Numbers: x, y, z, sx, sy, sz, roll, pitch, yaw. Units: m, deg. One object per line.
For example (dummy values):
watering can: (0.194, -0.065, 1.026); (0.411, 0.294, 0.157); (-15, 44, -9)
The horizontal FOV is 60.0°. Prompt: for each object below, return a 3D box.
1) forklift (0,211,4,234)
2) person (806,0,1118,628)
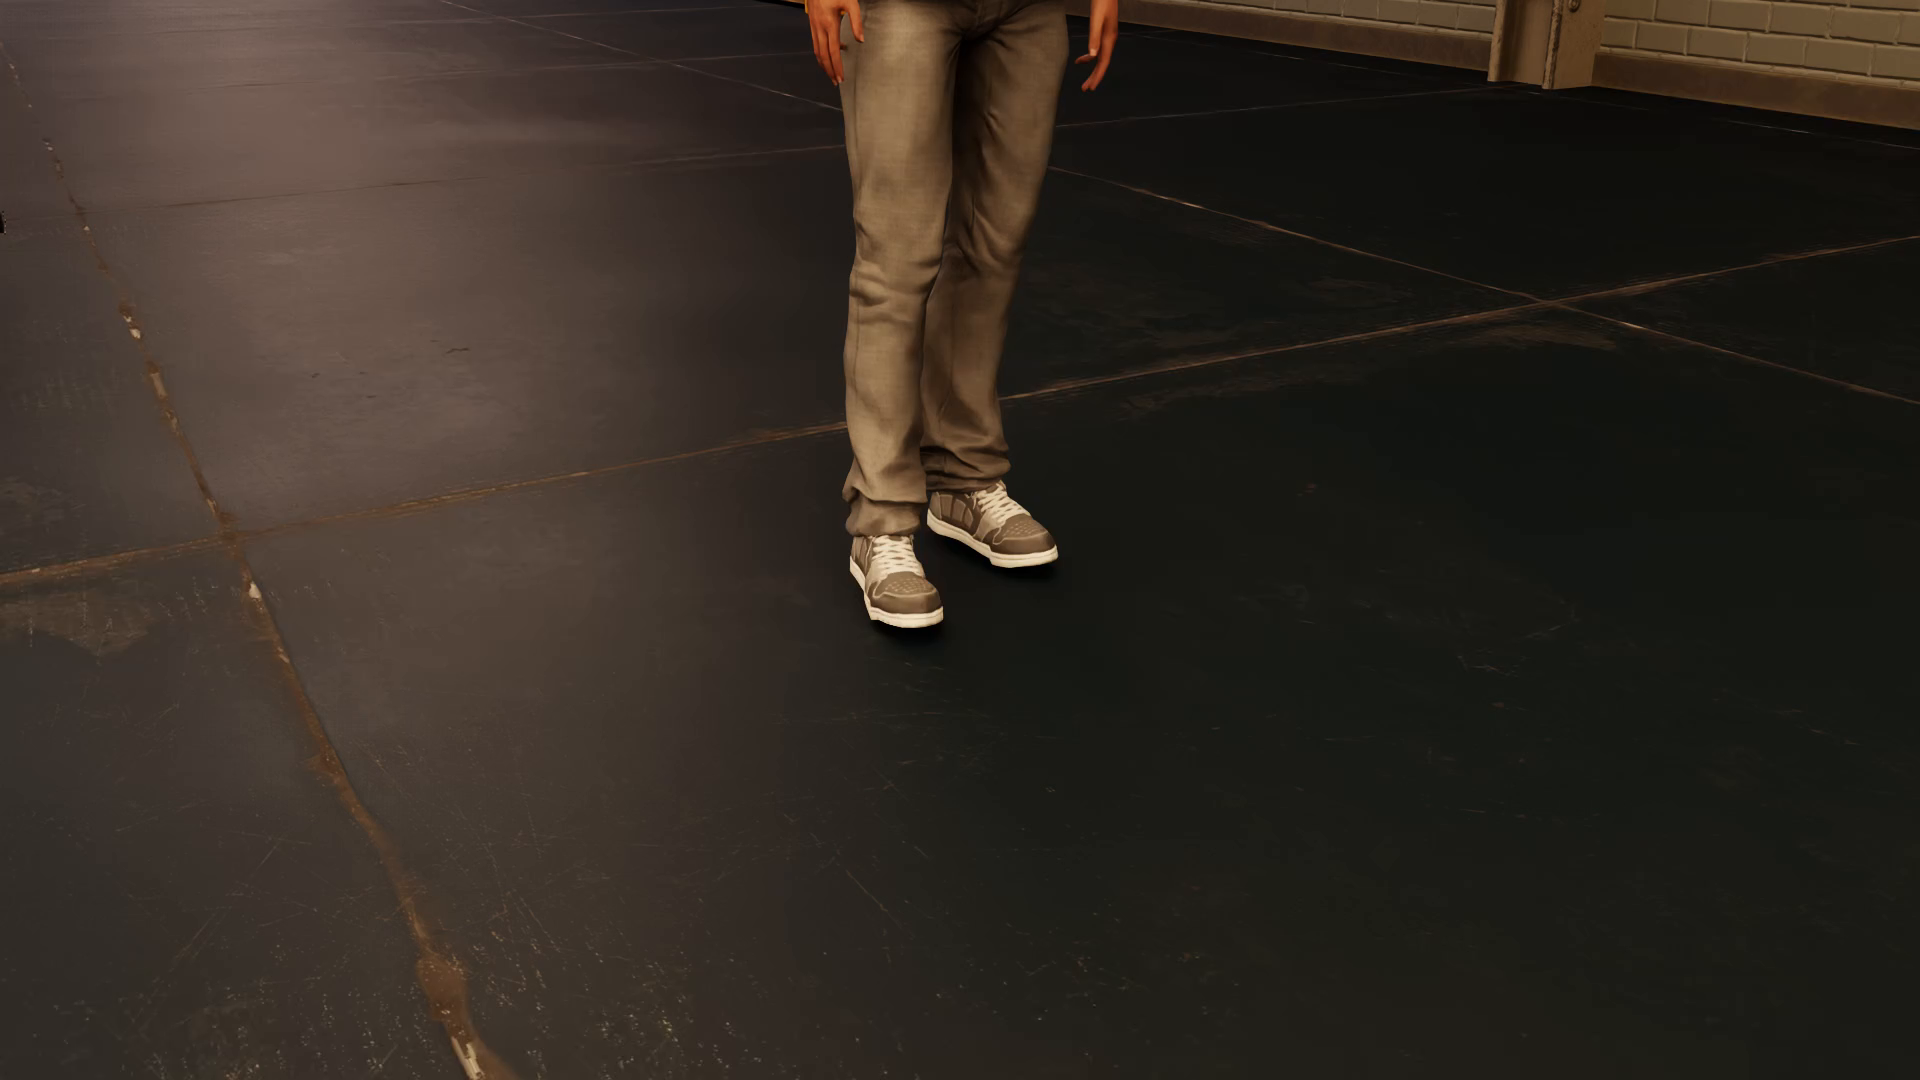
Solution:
forklift: (-4.088, -2.237, 4.225); (3.031, 2.935, 1.130); (13, 25, 28)
person: (0.025, -0.719, 2.263); (0.520, 1.597, 0.475); (-12, 25, -28)
